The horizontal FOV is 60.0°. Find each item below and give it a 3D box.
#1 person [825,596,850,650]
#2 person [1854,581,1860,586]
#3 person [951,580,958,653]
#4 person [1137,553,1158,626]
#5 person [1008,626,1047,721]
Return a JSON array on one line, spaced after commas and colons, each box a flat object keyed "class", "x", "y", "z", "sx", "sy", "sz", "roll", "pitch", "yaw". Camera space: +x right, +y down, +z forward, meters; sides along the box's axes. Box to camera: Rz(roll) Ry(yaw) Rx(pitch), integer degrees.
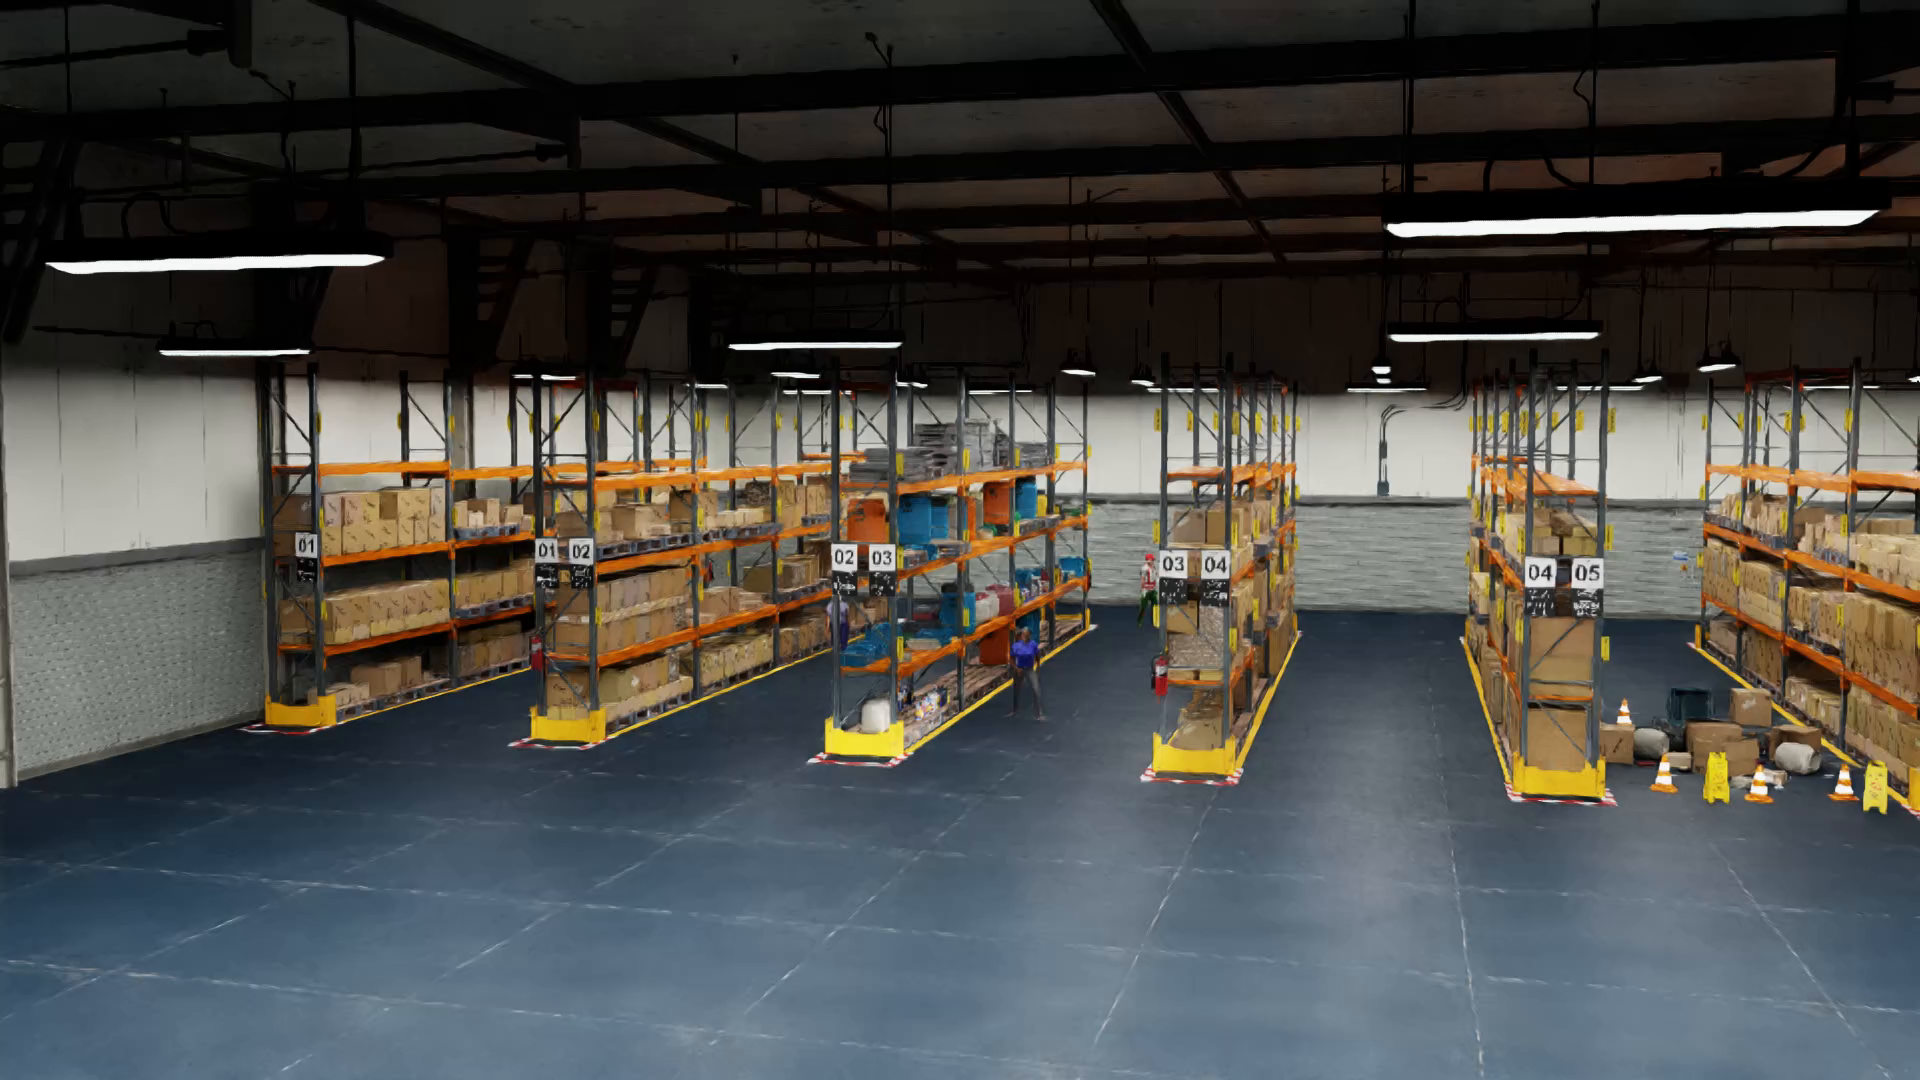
[{"class": "person", "x": -2.507, "y": 1.802, "z": 34.100, "sx": 0.478, "sy": 1.580, "sz": 1.000, "roll": 0, "pitch": 4, "yaw": 6}, {"class": "person", "x": 18.170, "y": 1.719, "z": 33.911, "sx": 0.577, "sy": 1.768, "sz": 0.625, "roll": 4, "pitch": 5, "yaw": 41}, {"class": "person", "x": -0.010, "y": 1.666, "z": 35.955, "sx": 0.639, "sy": 1.632, "sz": 0.506, "roll": 1, "pitch": 4, "yaw": 13}, {"class": "person", "x": 4.688, "y": 1.215, "z": 40.968, "sx": 0.679, "sy": 1.784, "sz": 0.525, "roll": -4, "pitch": 5, "yaw": -42}, {"class": "person", "x": 1.119, "y": 2.238, "z": 28.026, "sx": 0.626, "sy": 1.578, "sz": 0.809, "roll": 0, "pitch": 4, "yaw": -3}]
